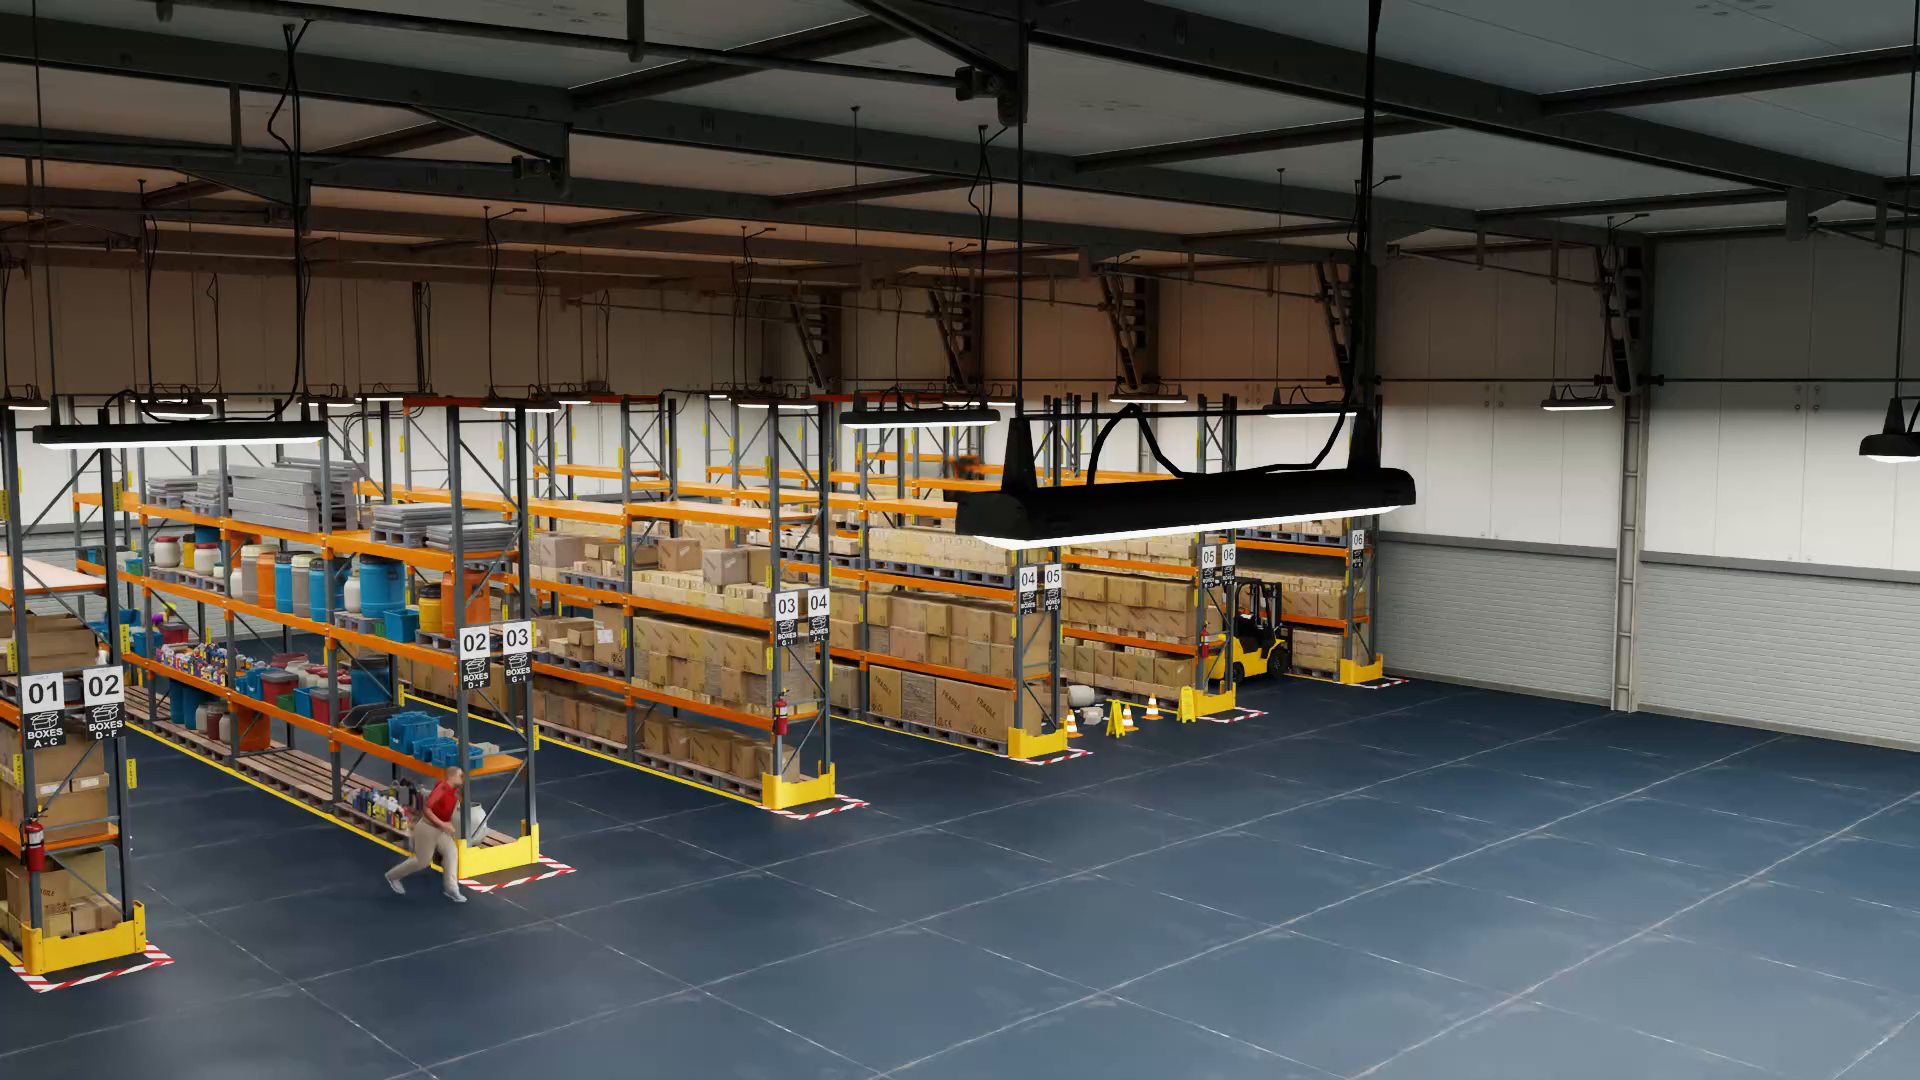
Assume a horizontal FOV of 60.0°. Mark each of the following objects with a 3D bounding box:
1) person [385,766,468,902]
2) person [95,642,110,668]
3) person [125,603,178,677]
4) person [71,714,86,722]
[{"bbox_3d":[-6.471,3.564,20.224,0.963,1.664,0.689,0,6,1],"label":"person"},{"bbox_3d":[-15.567,2.588,29.859,0.683,1.733,0.807,-4,7,-33],"label":"person"},{"bbox_3d":[-17.065,2.120,35.132,1.100,1.556,0.727,-2,6,-18],"label":"person"},{"bbox_3d":[-14.188,2.970,26.768,0.781,1.556,0.648,2,6,22],"label":"person"}]
